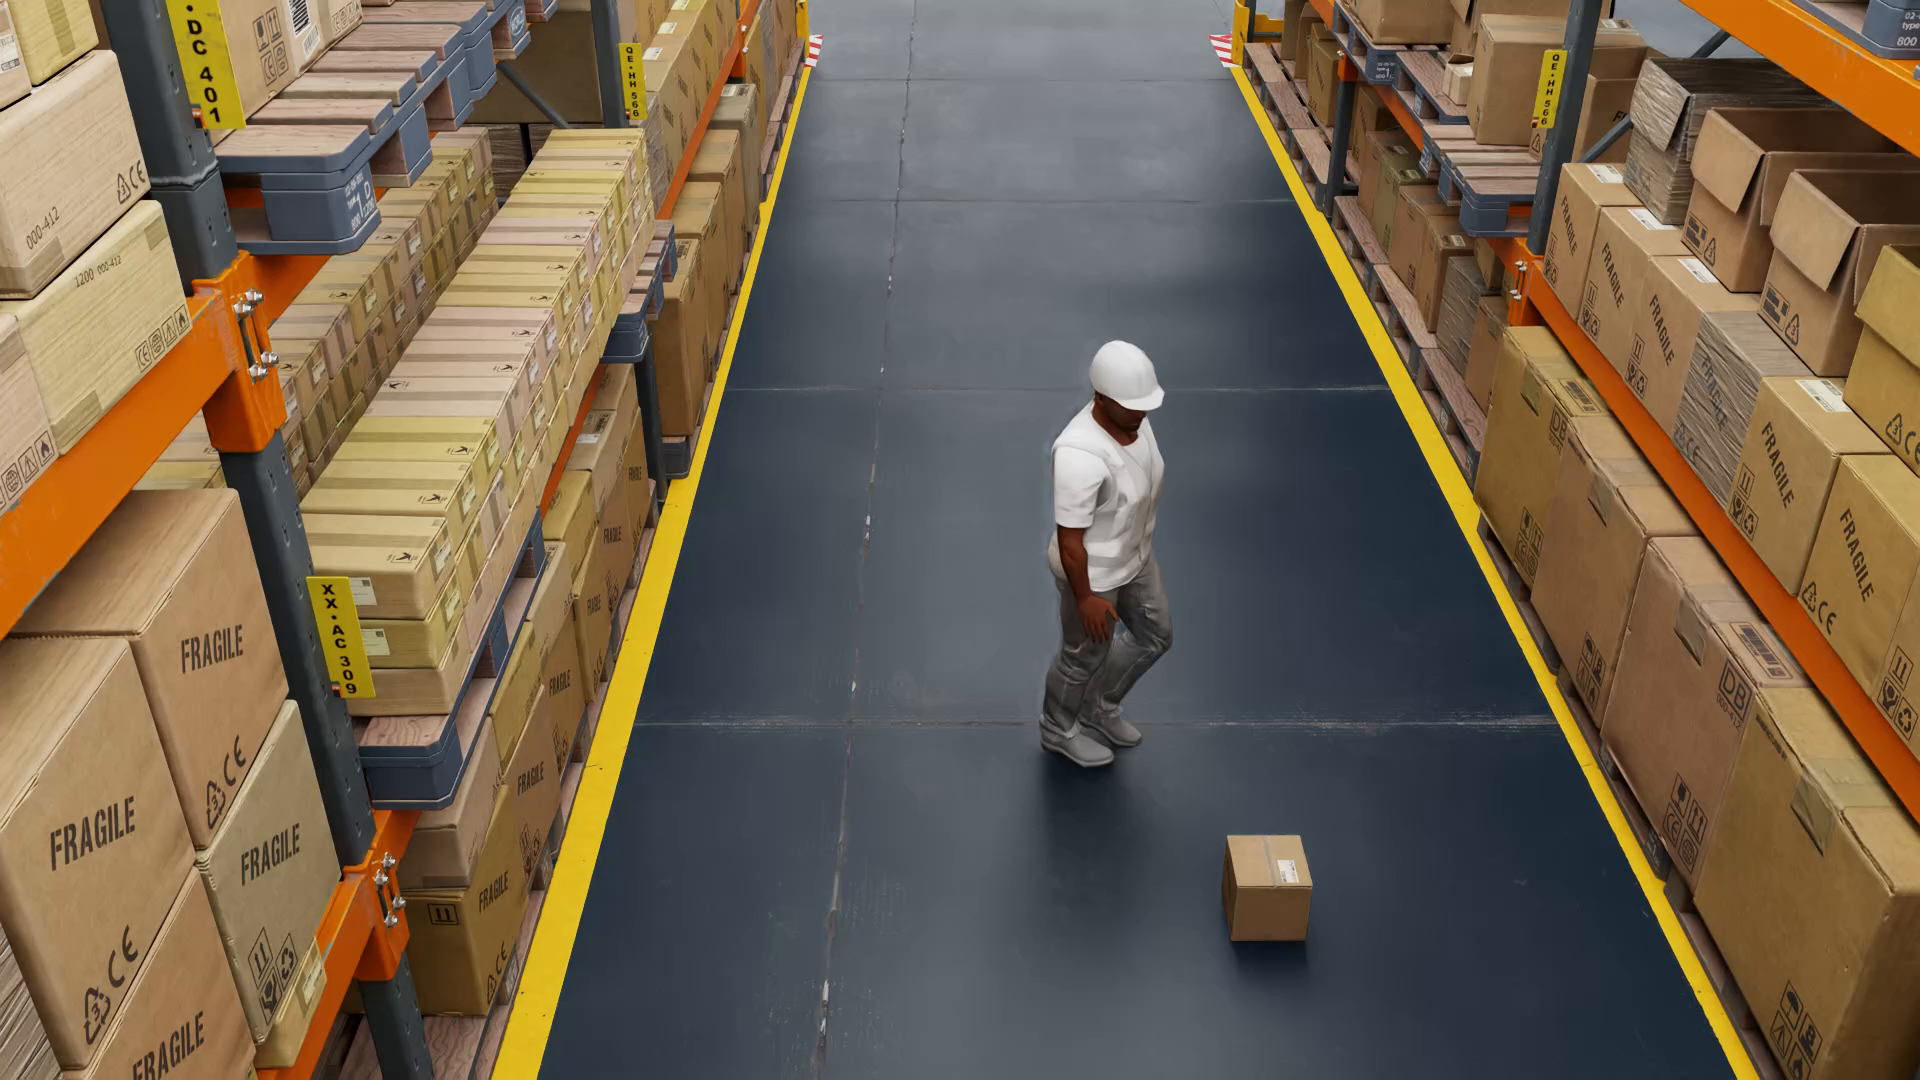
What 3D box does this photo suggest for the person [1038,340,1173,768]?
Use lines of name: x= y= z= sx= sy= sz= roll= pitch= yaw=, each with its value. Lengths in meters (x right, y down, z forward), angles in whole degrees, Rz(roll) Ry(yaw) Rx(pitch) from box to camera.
person: x=0.511 y=0.088 z=5.956 sx=0.457 sy=1.794 sz=0.615 roll=17 pitch=35 yaw=26
